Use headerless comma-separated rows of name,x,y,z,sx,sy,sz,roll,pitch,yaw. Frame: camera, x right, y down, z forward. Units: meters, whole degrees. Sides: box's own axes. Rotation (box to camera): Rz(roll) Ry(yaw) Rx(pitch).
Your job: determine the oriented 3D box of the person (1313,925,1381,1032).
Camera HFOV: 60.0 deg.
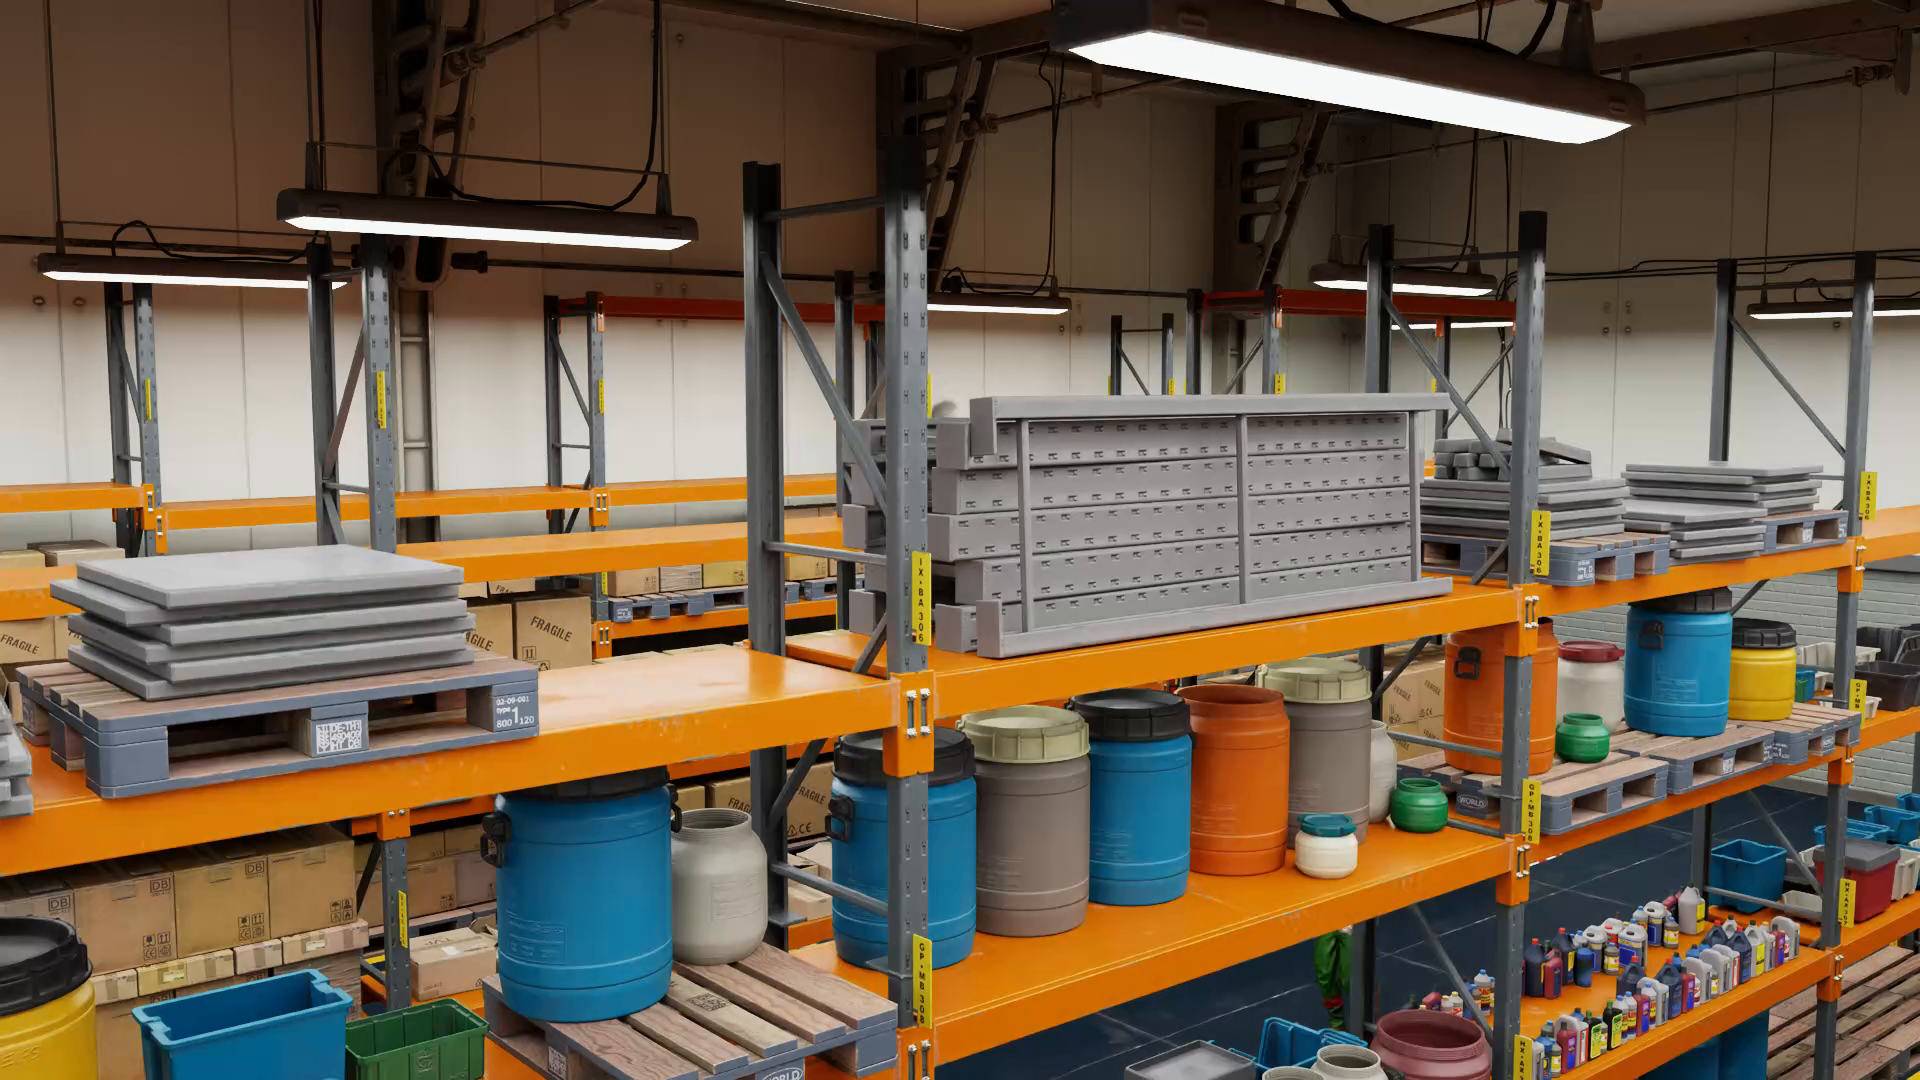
person,3.051,3.041,13.100,0.655,1.738,0.631,5,8,44
